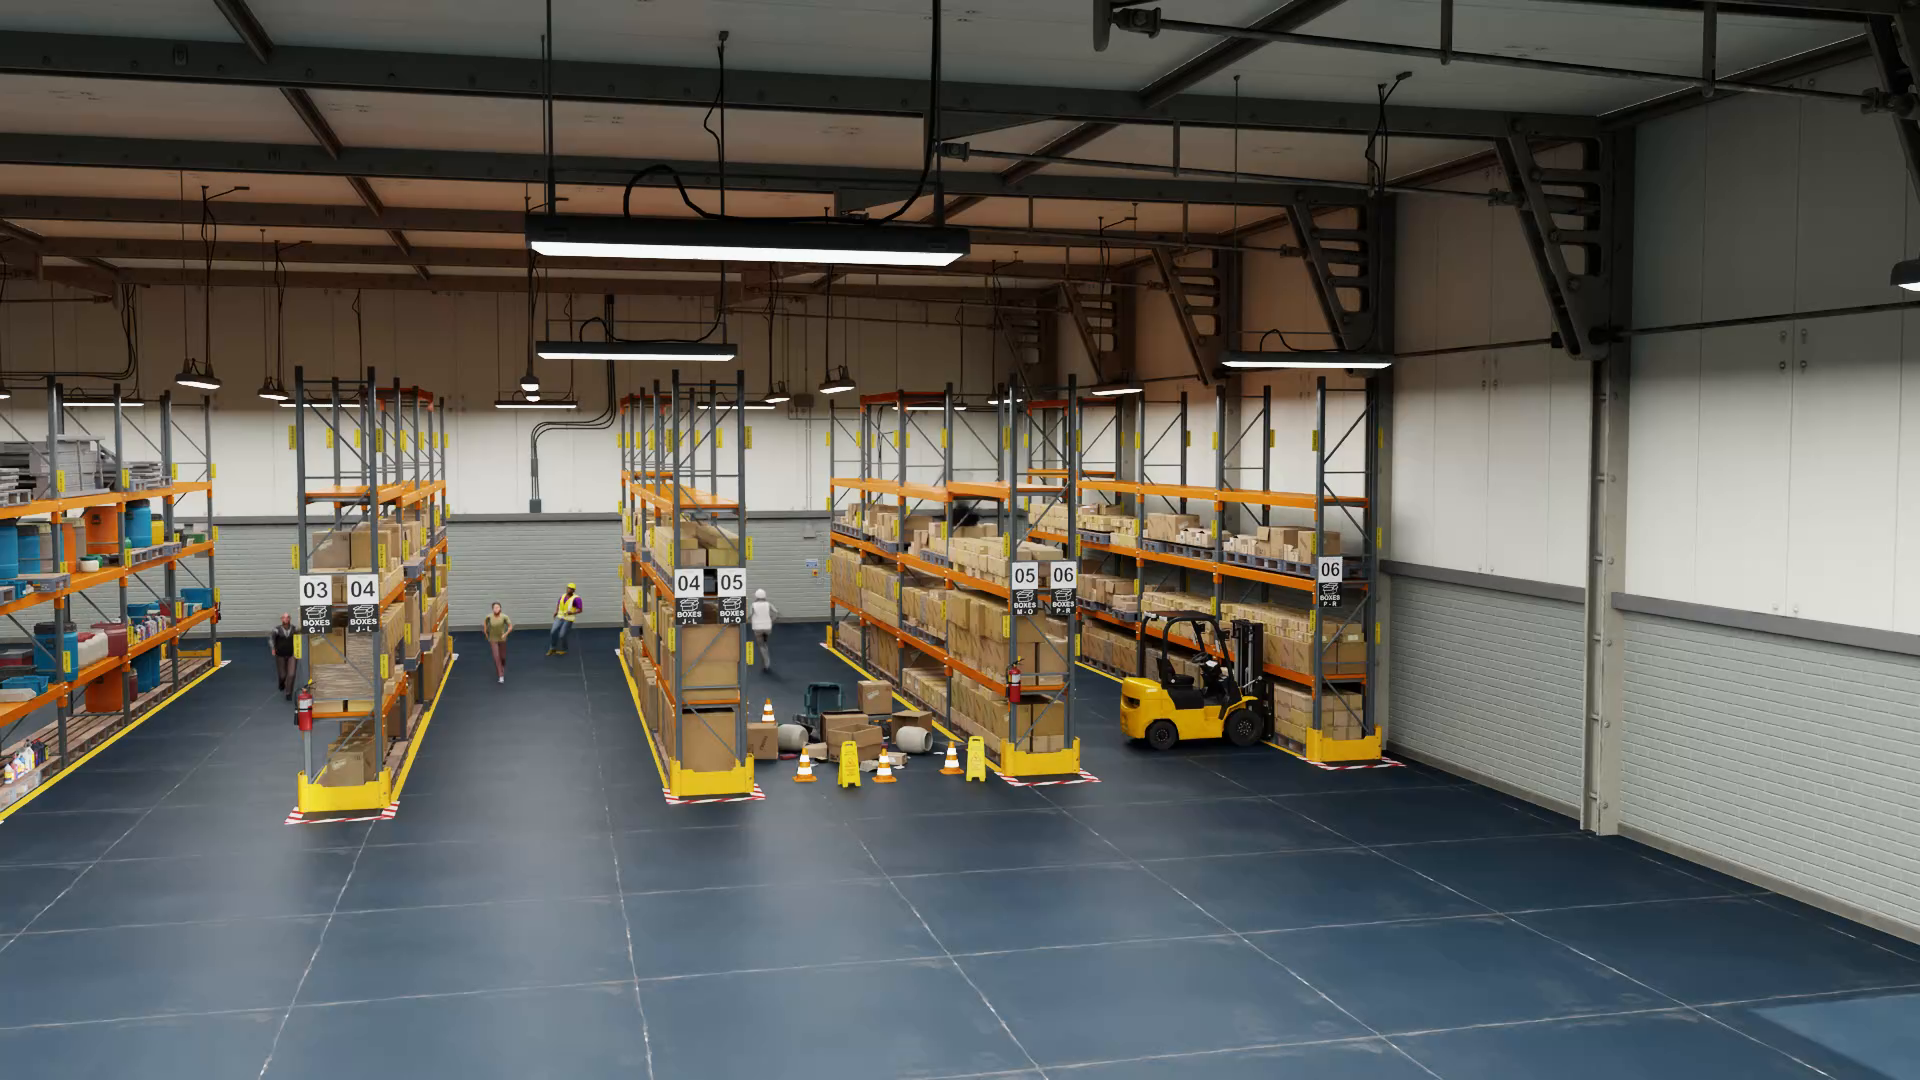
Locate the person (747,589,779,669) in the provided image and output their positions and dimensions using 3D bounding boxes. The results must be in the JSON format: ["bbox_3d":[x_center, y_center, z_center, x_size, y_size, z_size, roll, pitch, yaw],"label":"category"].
[{"bbox_3d":[-4.318,1.968,36.242,0.642,1.792,0.778,-2,4,-27],"label":"person"}]

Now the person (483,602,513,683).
[{"bbox_3d":[-9.653,2.116,34.753,0.603,1.654,0.893,-1,3,-12],"label":"person"}]

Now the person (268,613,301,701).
[{"bbox_3d":[-13.050,2.249,32.235,0.663,1.686,0.679,-2,4,-26],"label":"person"}]

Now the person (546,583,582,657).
[{"bbox_3d":[-9.183,1.857,38.608,0.807,1.731,0.565,1,4,23],"label":"person"}]
